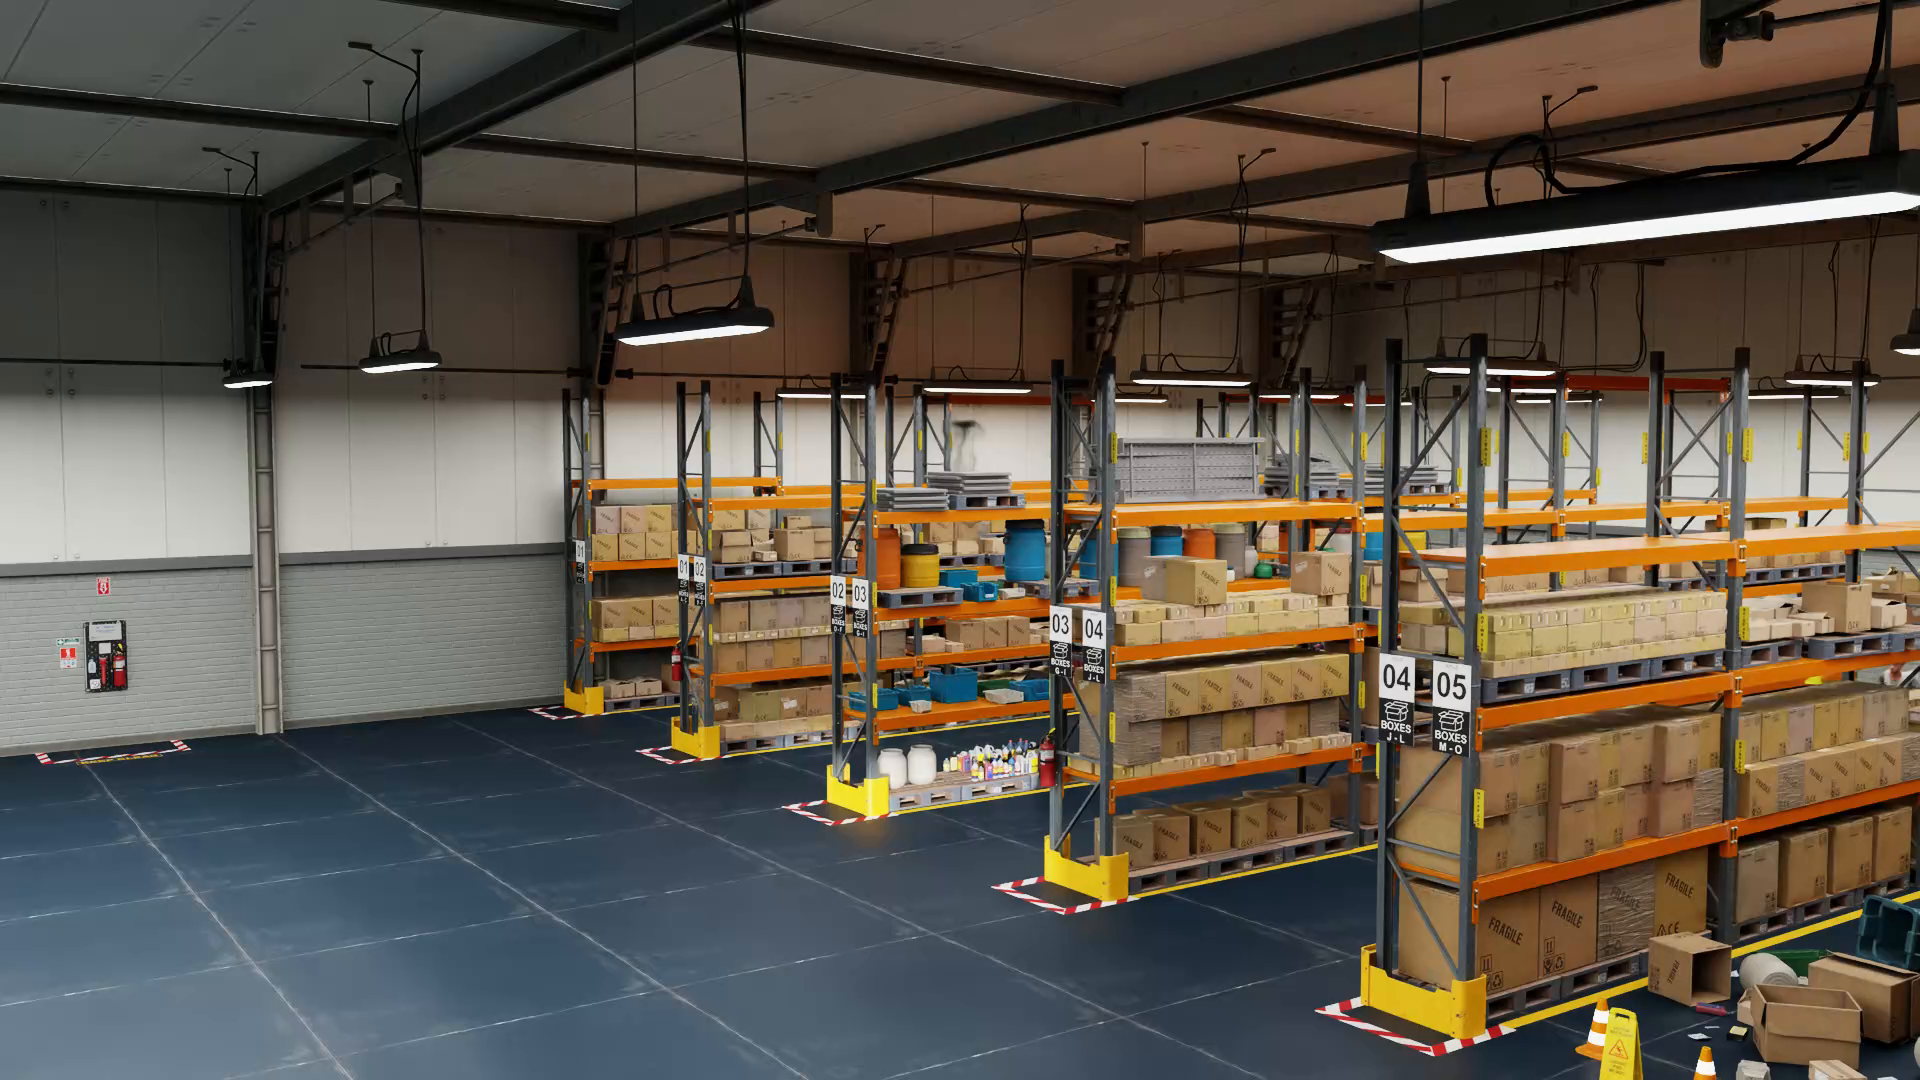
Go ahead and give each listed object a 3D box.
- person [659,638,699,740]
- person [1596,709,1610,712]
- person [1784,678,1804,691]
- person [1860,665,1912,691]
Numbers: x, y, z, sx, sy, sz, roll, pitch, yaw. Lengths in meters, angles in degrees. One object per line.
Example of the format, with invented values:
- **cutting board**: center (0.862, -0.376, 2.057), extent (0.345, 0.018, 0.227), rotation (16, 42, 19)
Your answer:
- **person**: center (-4.764, 2.508, 28.242), extent (0.553, 1.670, 0.937), rotation (4, 5, 44)
- **person**: center (8.307, 3.030, 21.547), extent (0.618, 1.535, 0.700), rotation (-3, 5, -41)
- **person**: center (12.105, 2.774, 23.886), extent (0.942, 1.750, 0.687), rotation (-3, 5, -40)
- **person**: center (14.202, 2.648, 25.565), extent (0.960, 1.777, 0.646), rotation (-3, 5, -38)
